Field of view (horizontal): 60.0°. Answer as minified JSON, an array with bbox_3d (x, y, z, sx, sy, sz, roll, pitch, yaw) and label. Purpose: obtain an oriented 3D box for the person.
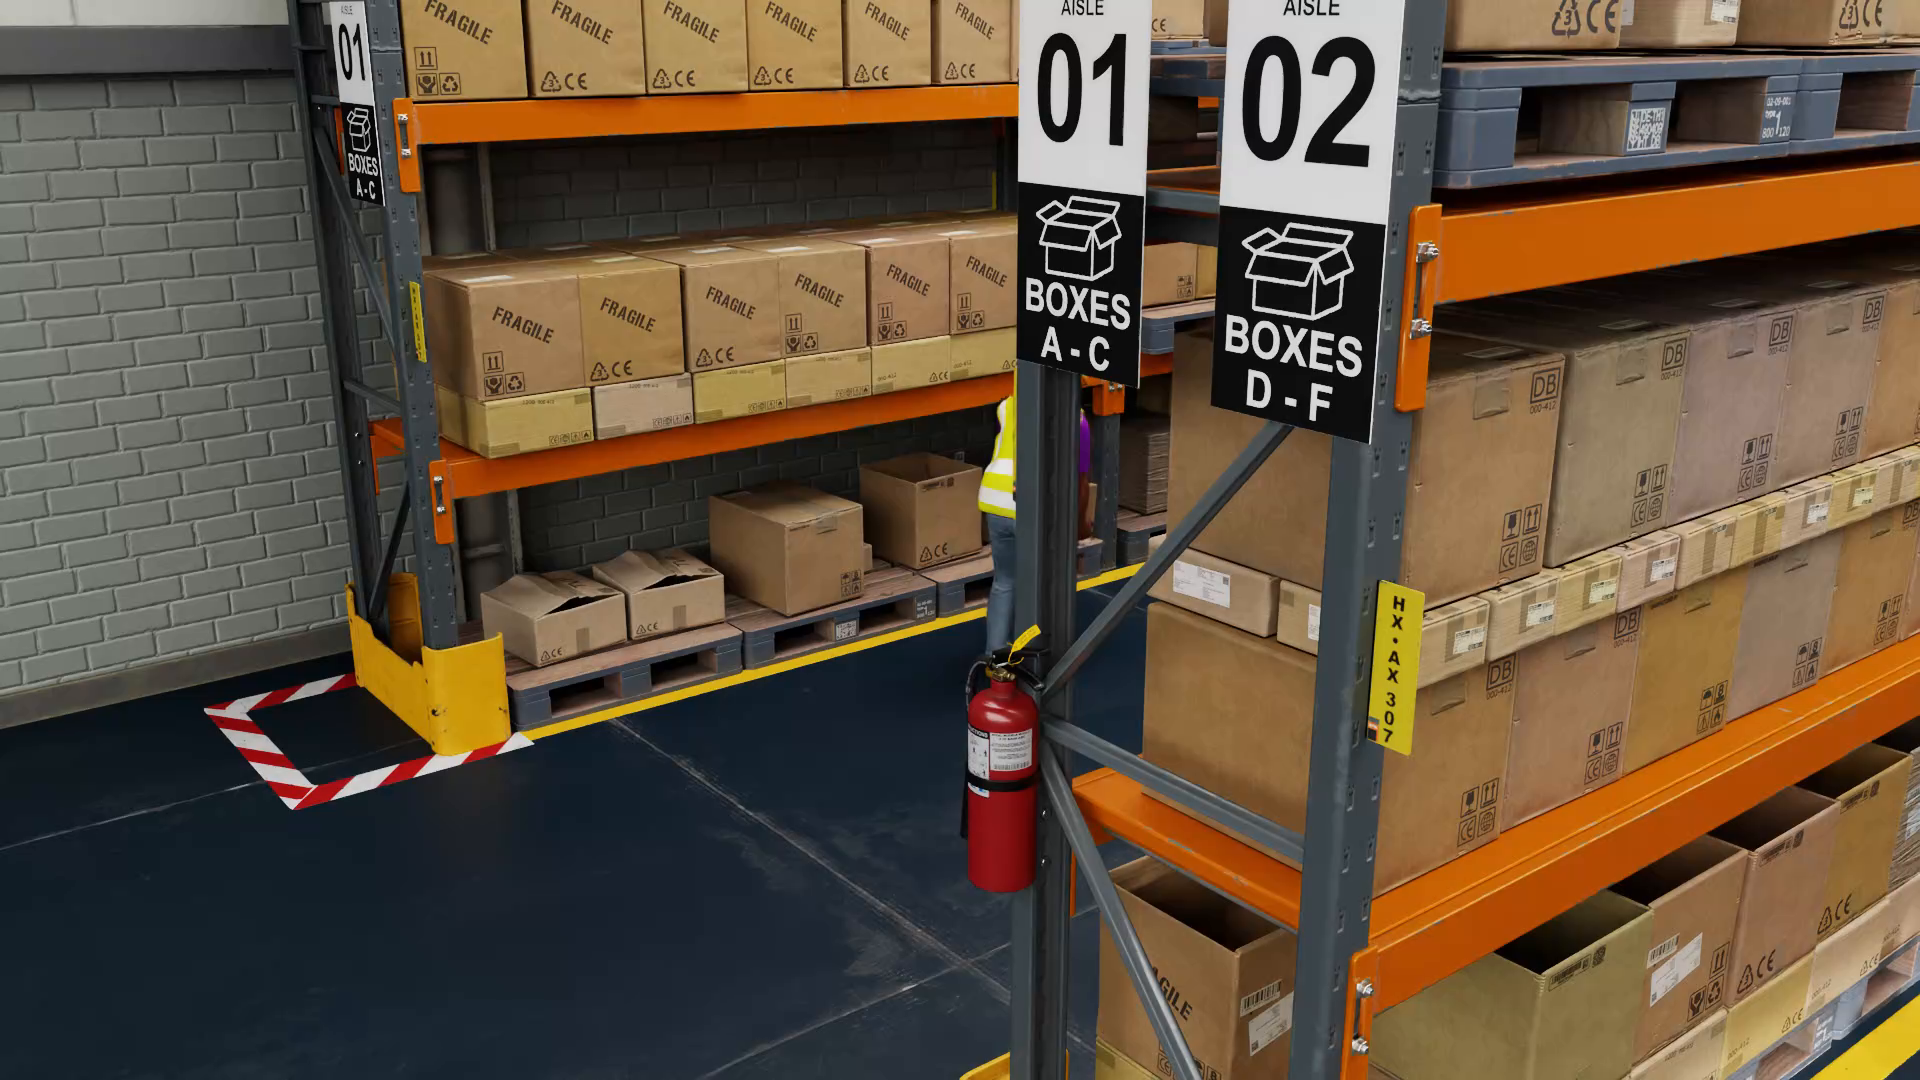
[{"bbox_3d":[0.385,-0.140,8.169,0.489,1.634,0.715,11,21,32],"label":"person"}]
